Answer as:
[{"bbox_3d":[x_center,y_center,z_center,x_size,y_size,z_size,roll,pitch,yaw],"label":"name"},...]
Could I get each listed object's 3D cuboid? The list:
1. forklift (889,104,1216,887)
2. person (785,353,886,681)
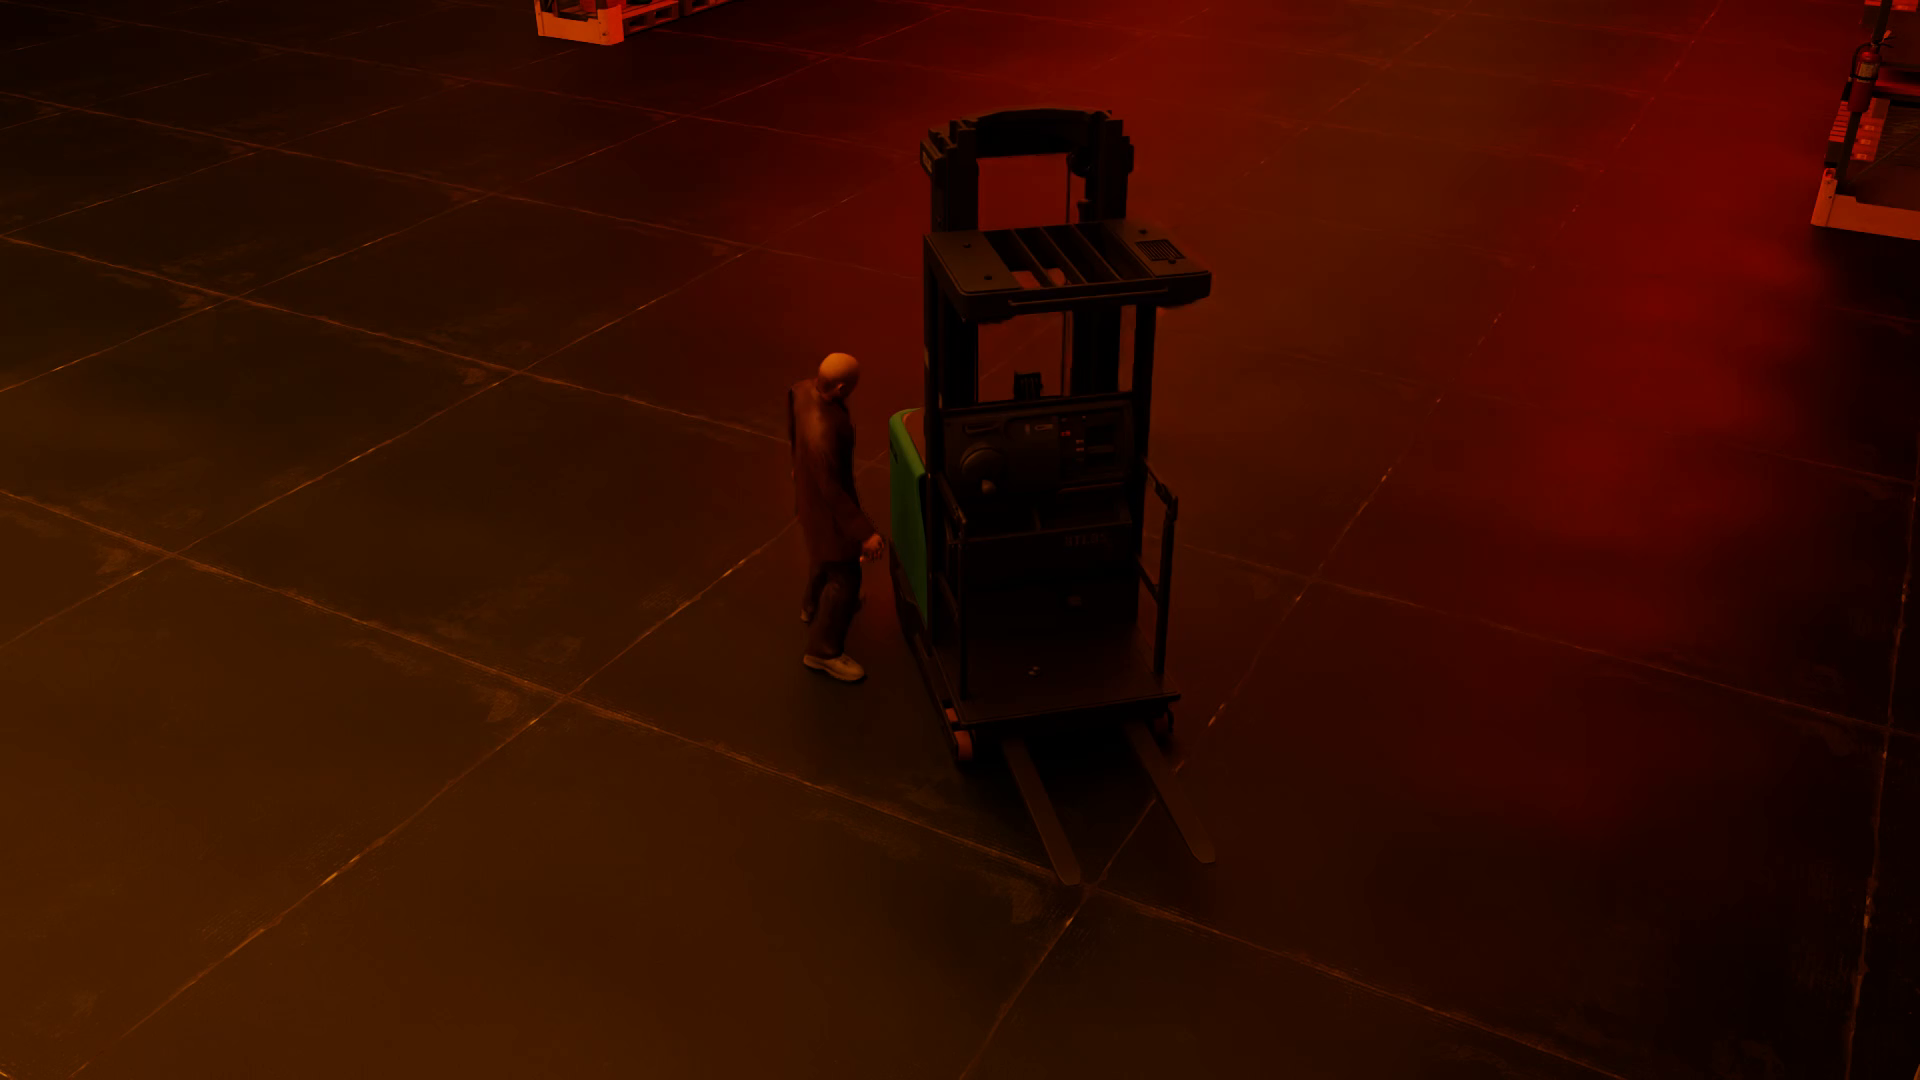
[{"bbox_3d":[0.432,-0.388,7.743,1.130,2.935,3.031,-7,31,-11],"label":"forklift"},{"bbox_3d":[-0.661,-0.117,8.612,0.422,1.602,0.885,-7,31,-13],"label":"person"}]
